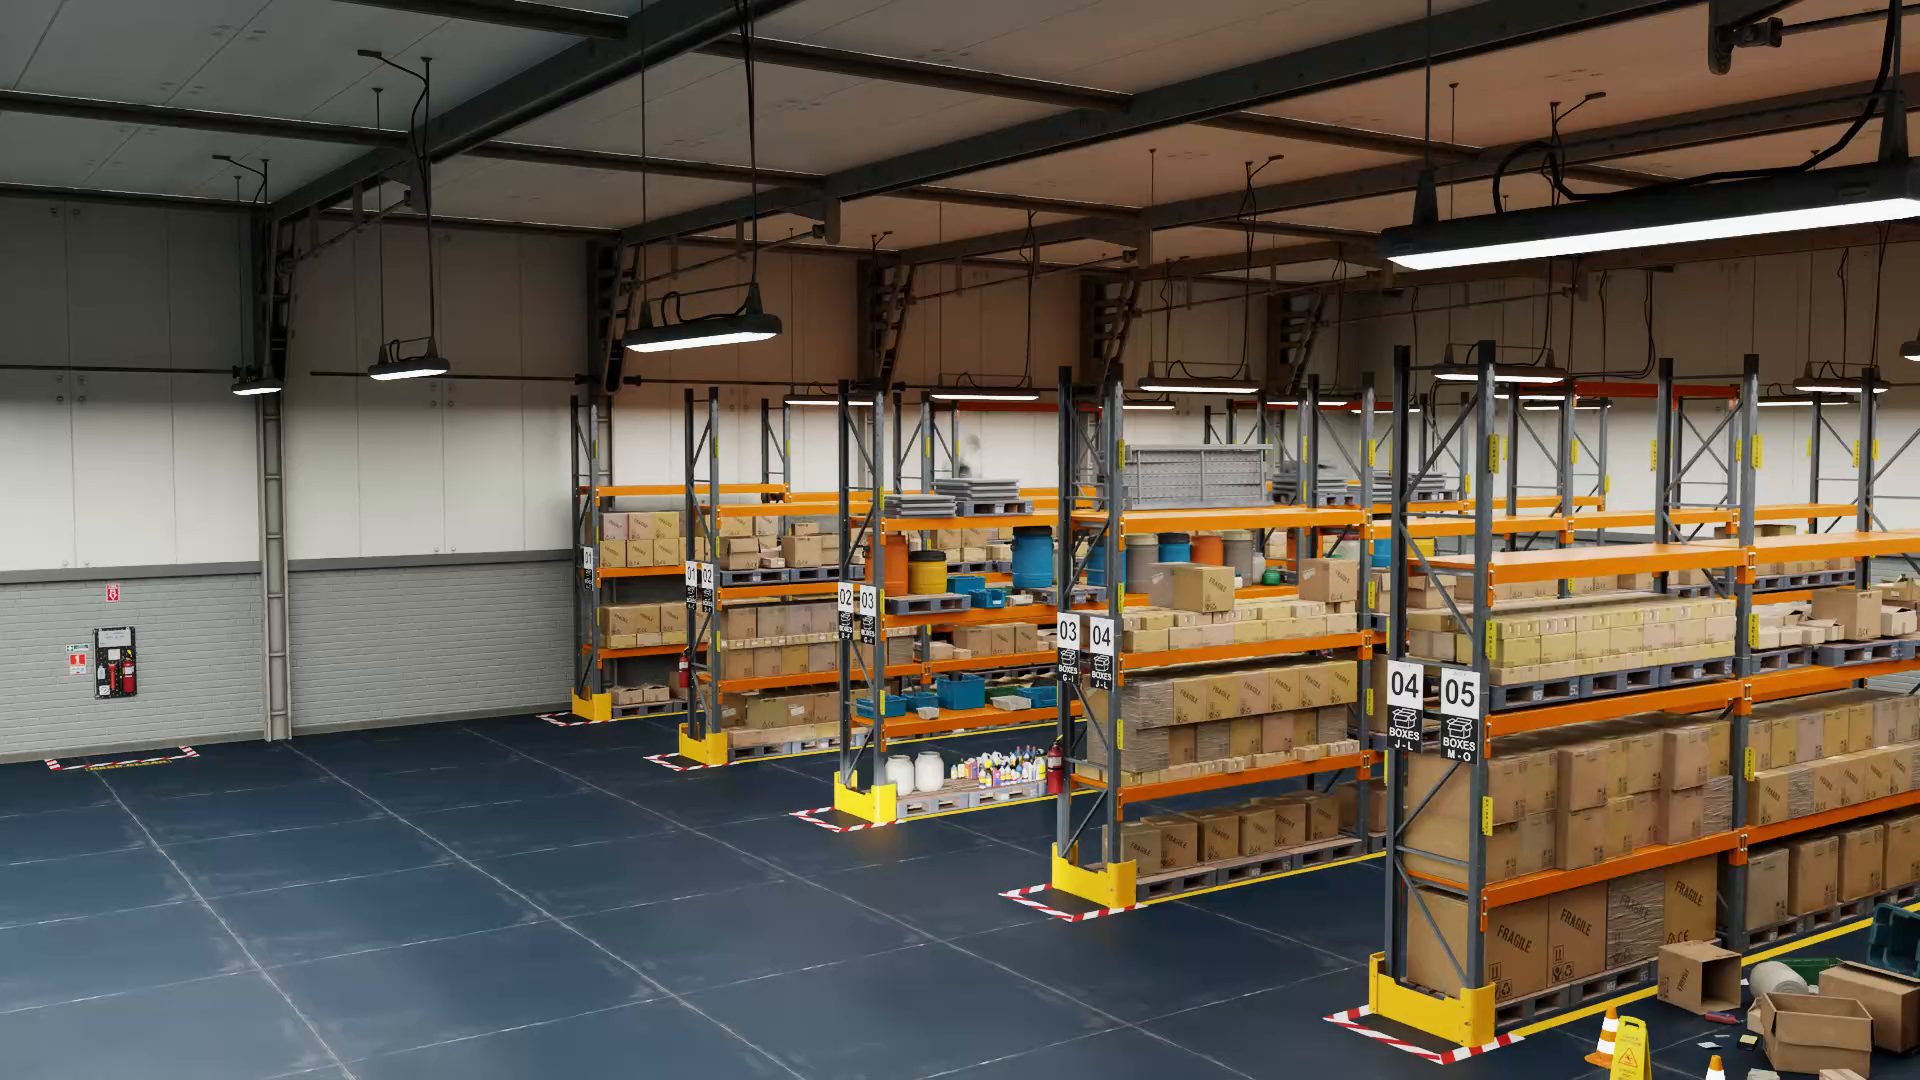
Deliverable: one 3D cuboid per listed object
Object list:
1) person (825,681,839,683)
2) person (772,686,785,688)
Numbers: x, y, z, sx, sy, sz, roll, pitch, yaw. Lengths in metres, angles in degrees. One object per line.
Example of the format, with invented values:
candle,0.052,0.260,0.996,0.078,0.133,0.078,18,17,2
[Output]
person,-2.345,2.493,30.030,0.838,1.692,0.619,-3,4,-39
person,-3.206,2.485,29.943,0.896,1.748,0.597,-3,5,-42
